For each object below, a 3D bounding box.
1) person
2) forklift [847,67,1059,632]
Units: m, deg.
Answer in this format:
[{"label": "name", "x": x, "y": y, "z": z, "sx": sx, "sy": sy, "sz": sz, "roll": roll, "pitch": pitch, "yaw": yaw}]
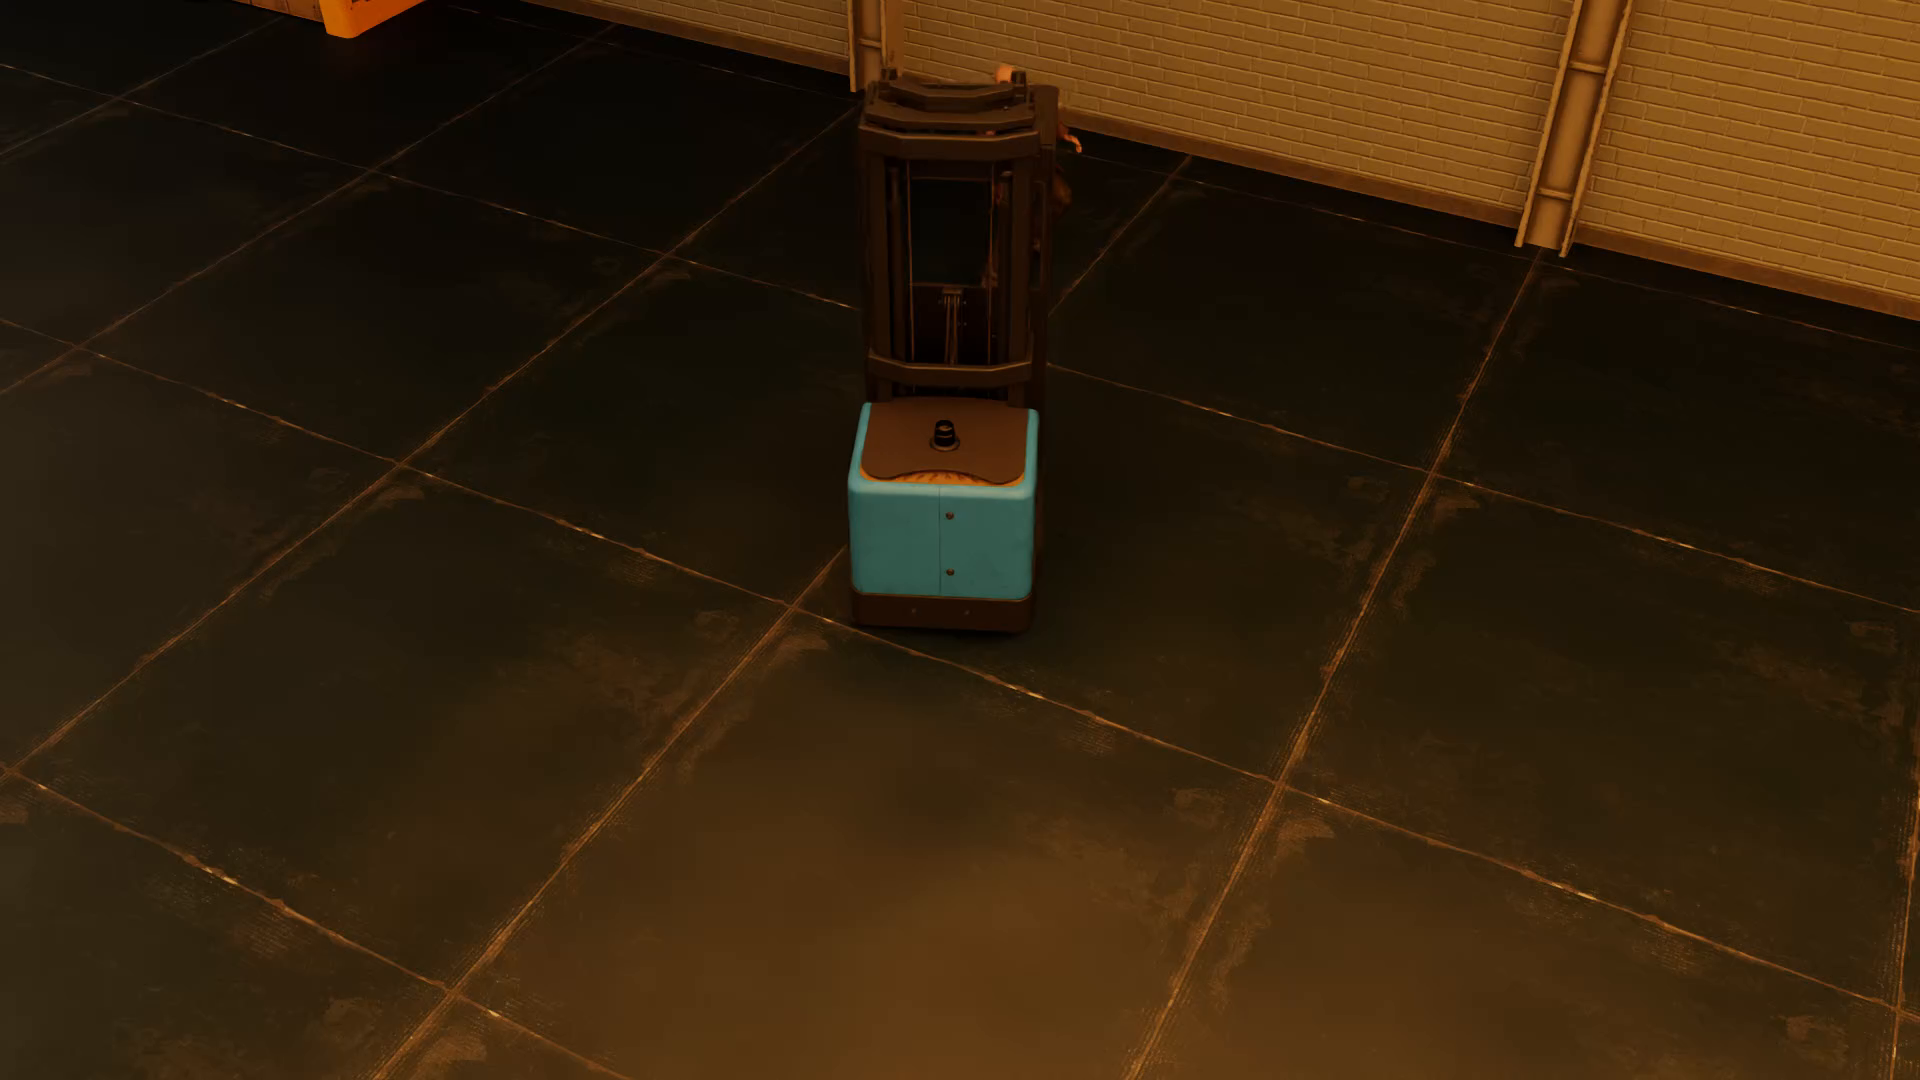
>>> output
[{"label": "person", "x": 0.491, "y": -2.702, "z": 12.219, "sx": 0.646, "sy": 1.610, "sz": 0.910, "roll": 30, "pitch": 49, "yaw": 31}, {"label": "forklift", "x": -0.010, "y": -1.529, "z": 9.802, "sx": 1.130, "sy": 2.935, "sz": 3.031, "roll": 3, "pitch": 40, "yaw": 3}]
